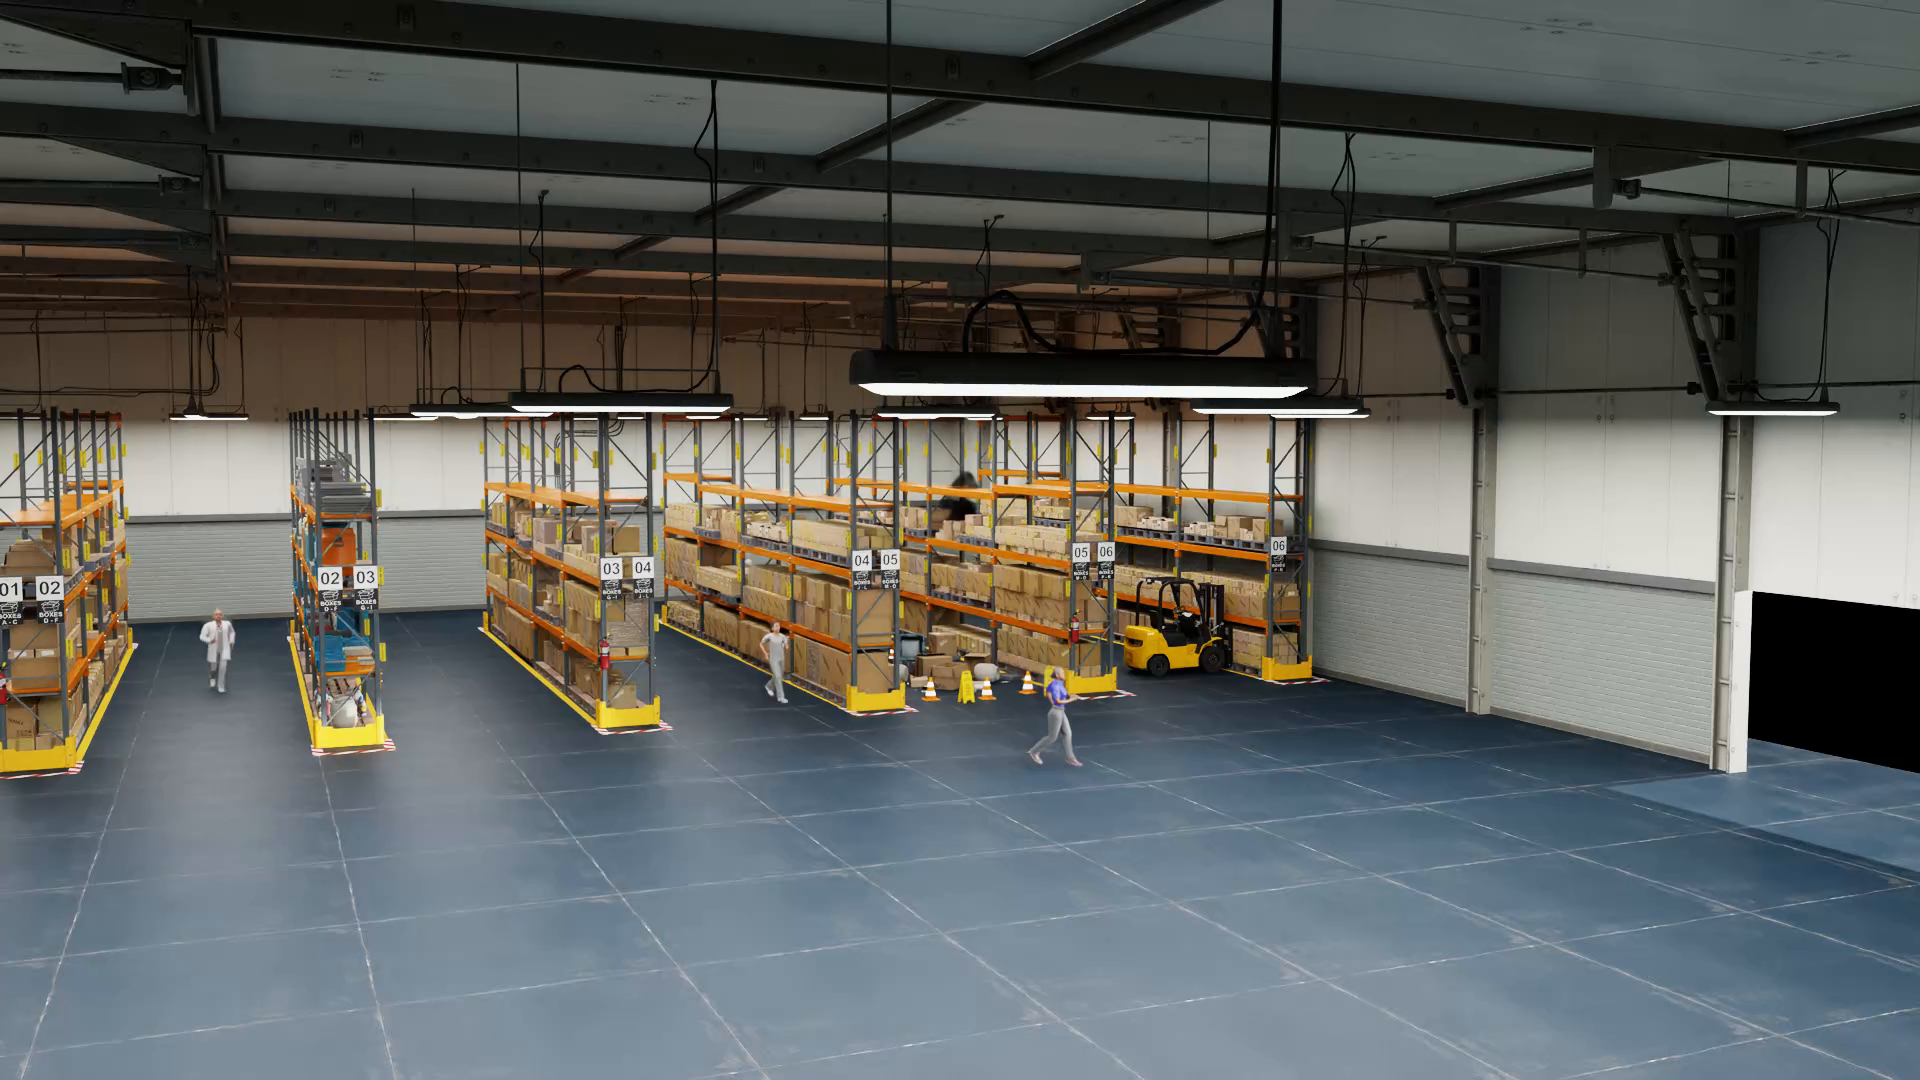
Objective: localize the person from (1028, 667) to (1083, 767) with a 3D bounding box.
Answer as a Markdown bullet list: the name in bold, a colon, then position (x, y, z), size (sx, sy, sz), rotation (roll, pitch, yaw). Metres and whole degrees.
- **person**: position (1.593, 2.934, 27.680), size (0.901, 1.662, 0.604), rotation (1, 4, 10)

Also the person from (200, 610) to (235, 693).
- **person**: position (-15.820, 2.357, 35.486), size (0.718, 1.746, 0.771), rotation (-3, 5, -33)

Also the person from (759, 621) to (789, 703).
- **person**: position (-3.784, 2.475, 34.161), size (0.567, 1.649, 0.968), rotation (-3, 5, -39)

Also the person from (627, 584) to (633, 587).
- **person**: position (-9.444, 1.645, 46.774), size (0.722, 1.615, 0.832), rotation (0, 4, 0)

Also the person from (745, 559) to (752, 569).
- **person**: position (-6.157, 1.428, 48.286), size (0.684, 1.765, 0.978), rotation (-3, 5, -38)
